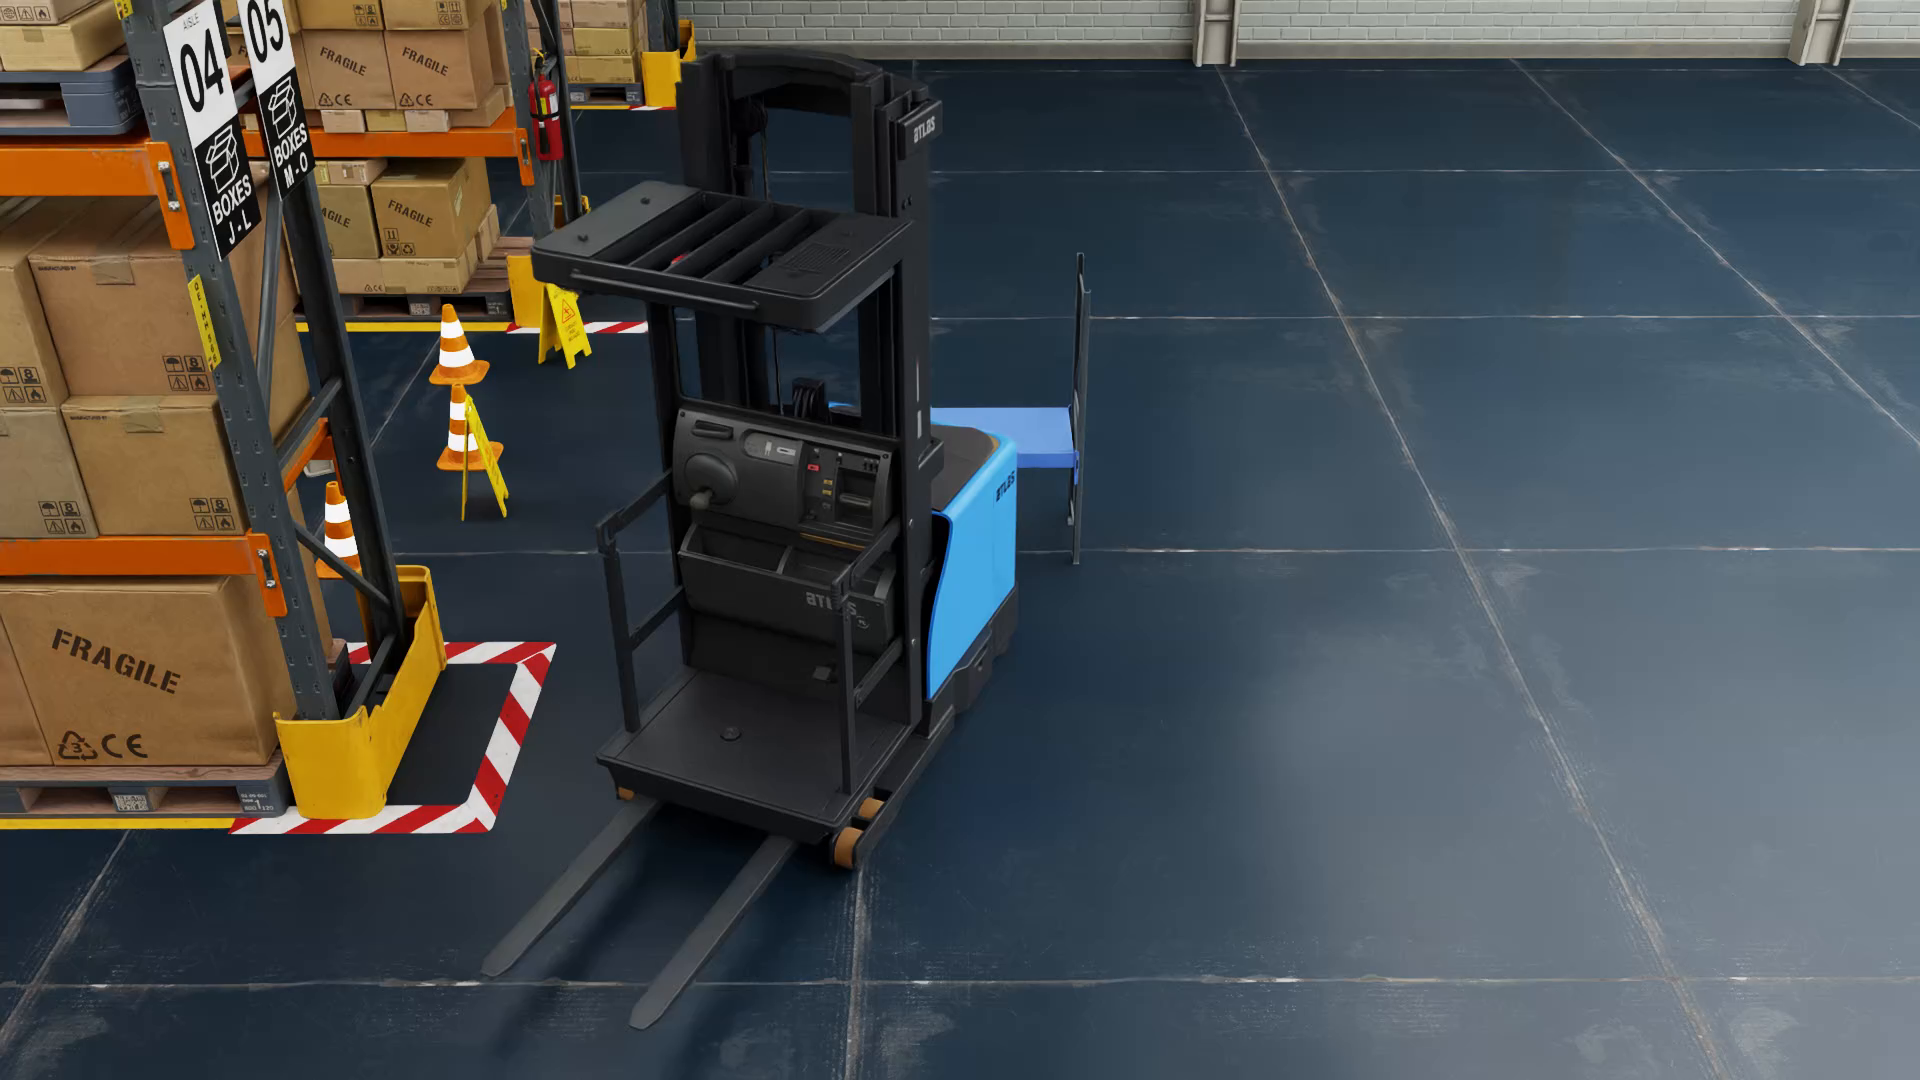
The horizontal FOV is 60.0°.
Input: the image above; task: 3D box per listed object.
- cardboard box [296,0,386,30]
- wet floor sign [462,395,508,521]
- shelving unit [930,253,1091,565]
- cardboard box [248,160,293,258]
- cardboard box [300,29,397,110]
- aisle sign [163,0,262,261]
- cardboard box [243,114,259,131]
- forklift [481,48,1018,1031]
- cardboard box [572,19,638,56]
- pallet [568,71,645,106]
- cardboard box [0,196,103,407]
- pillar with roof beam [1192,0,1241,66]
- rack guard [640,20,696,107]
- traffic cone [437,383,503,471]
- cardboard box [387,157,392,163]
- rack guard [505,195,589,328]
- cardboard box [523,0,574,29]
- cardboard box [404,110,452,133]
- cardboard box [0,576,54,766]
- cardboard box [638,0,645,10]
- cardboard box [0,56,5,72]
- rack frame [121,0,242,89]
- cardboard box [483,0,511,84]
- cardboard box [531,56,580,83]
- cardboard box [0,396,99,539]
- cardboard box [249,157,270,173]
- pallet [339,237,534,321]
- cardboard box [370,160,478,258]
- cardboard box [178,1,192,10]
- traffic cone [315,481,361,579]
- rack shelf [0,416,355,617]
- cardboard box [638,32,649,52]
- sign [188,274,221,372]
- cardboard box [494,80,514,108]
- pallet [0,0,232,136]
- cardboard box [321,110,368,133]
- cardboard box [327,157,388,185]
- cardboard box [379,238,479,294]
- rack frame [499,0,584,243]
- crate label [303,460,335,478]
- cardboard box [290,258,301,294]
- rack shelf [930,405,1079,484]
[{"bbox_3d":[-3.745,-3.487,10.258,0.500,0.500,0.700,0,31,0],"label":"cardboard box"},{"bbox_3d":[-2.582,-0.455,8.878,0.232,0.644,0.267,-5,32,-9],"label":"wet floor sign"},{"bbox_3d":[0.085,-0.641,8.361,1.048,1.500,0.538,0,31,0],"label":"shelving unit"},{"bbox_3d":[-4.556,-2.187,10.987,0.500,0.500,0.500,-1,31,-1],"label":"cardboard box"},{"bbox_3d":[-3.772,-3.028,10.466,0.500,0.500,0.500,0,31,0],"label":"cardboard box"},{"bbox_3d":[-2.526,-1.391,5.644,0.004,0.787,0.394,0,31,0],"label":"aisle sign"},{"bbox_3d":[-4.381,-2.742,10.620,0.250,0.149,0.380,0,31,-1],"label":"cardboard box"},{"bbox_3d":[-0.776,-0.200,6.255,1.130,2.935,3.031,13,33,20],"label":"forklift"},{"bbox_3d":[-3.248,-4.631,15.255,0.500,0.250,0.500,-1,31,-1],"label":"cardboard box"},{"bbox_3d":[-3.528,-4.360,15.733,1.213,0.211,1.003,0,31,0],"label":"pallet"},{"bbox_3d":[-3.520,-0.930,6.205,0.550,0.550,0.875,0,31,0],"label":"cardboard box"},{"bbox_3d":[2.561,-6.393,10.611,0.400,9.000,9.100,0,31,0],"label":"pillar with roof beam"},{"bbox_3d":[-2.739,-4.508,15.698,0.348,0.500,1.175,0,31,0],"label":"rack guard"},{"bbox_3d":[-2.805,-0.672,9.412,0.334,0.463,0.336,0,31,0],"label":"traffic cone"},{"bbox_3d":[-4.085,-2.463,11.441,0.500,0.500,0.500,-1,31,-2],"label":"cardboard box"},{"bbox_3d":[-2.806,-1.933,11.454,0.348,0.500,1.175,0,31,0],"label":"rack guard"},{"bbox_3d":[-3.733,-4.840,15.118,0.500,0.250,0.500,0,31,1],"label":"cardboard box"},{"bbox_3d":[-3.355,-2.724,10.590,0.250,0.149,0.380,-1,31,-1],"label":"cardboard box"},{"bbox_3d":[-4.156,0.334,6.951,0.875,0.875,0.875,-1,31,-1],"label":"cardboard box"},{"bbox_3d":[-3.245,-5.105,15.554,0.500,0.250,0.500,-1,31,-1],"label":"cardboard box"},{"bbox_3d":[-3.181,-1.655,5.435,0.250,0.149,0.380,0,31,0],"label":"cardboard box"},{"bbox_3d":[-2.599,-3.000,5.019,0.127,3.000,1.000,0,31,0],"label":"rack frame"},{"bbox_3d":[-3.205,-3.314,10.938,0.500,0.500,0.500,-1,31,-1],"label":"cardboard box"},{"bbox_3d":[-3.729,-4.419,15.387,0.500,0.250,0.500,0,31,0],"label":"cardboard box"},{"bbox_3d":[-3.520,-0.461,6.474,0.550,0.550,0.875,0,31,0],"label":"cardboard box"},{"bbox_3d":[-4.411,-2.431,10.763,0.250,0.149,0.380,1,31,2],"label":"cardboard box"},{"bbox_3d":[-3.618,-1.825,11.555,1.213,0.211,1.003,0,31,0],"label":"pallet"},{"bbox_3d":[-3.529,-2.189,10.989,0.500,0.500,0.500,0,31,0],"label":"cardboard box"},{"bbox_3d":[-2.944,-1.997,5.999,0.250,0.149,0.380,0,31,0],"label":"cardboard box"},{"bbox_3d":[-3.139,-0.085,8.444,0.334,0.463,0.336,0,31,0],"label":"traffic cone"},{"bbox_3d":[-4.599,-0.121,6.751,4.000,0.370,1.077,0,31,0],"label":"rack shelf"},{"bbox_3d":[-3.256,-4.681,15.819,0.500,0.250,0.500,0,31,0],"label":"cardboard box"},{"bbox_3d":[-2.610,-0.749,5.749,0.005,0.325,0.100,0,31,0],"label":"sign"},{"bbox_3d":[-3.071,-3.001,11.046,0.250,0.149,0.380,0,31,0],"label":"cardboard box"},{"bbox_3d":[-3.341,-1.671,5.807,1.213,0.211,1.003,0,31,0],"label":"pallet"},{"bbox_3d":[-3.869,-2.718,10.580,0.250,0.149,0.380,0,31,1],"label":"cardboard box"},{"bbox_3d":[-3.896,-2.430,10.761,0.250,0.149,0.380,1,31,1],"label":"cardboard box"},{"bbox_3d":[-3.561,-1.864,11.176,0.500,0.250,0.500,0,31,-1],"label":"cardboard box"},{"bbox_3d":[-2.730,-3.002,10.806,0.127,3.000,1.000,0,31,0],"label":"rack frame"},{"bbox_3d":[-3.591,-0.498,9.439,0.298,0.136,0.250,-17,35,-26],"label":"crate label"},{"bbox_3d":[-4.578,-1.862,11.173,0.500,0.250,0.500,-1,31,-2],"label":"cardboard box"},{"bbox_3d":[0.085,-0.488,8.455,1.000,0.185,0.538,0,31,0],"label":"rack shelf"}]
